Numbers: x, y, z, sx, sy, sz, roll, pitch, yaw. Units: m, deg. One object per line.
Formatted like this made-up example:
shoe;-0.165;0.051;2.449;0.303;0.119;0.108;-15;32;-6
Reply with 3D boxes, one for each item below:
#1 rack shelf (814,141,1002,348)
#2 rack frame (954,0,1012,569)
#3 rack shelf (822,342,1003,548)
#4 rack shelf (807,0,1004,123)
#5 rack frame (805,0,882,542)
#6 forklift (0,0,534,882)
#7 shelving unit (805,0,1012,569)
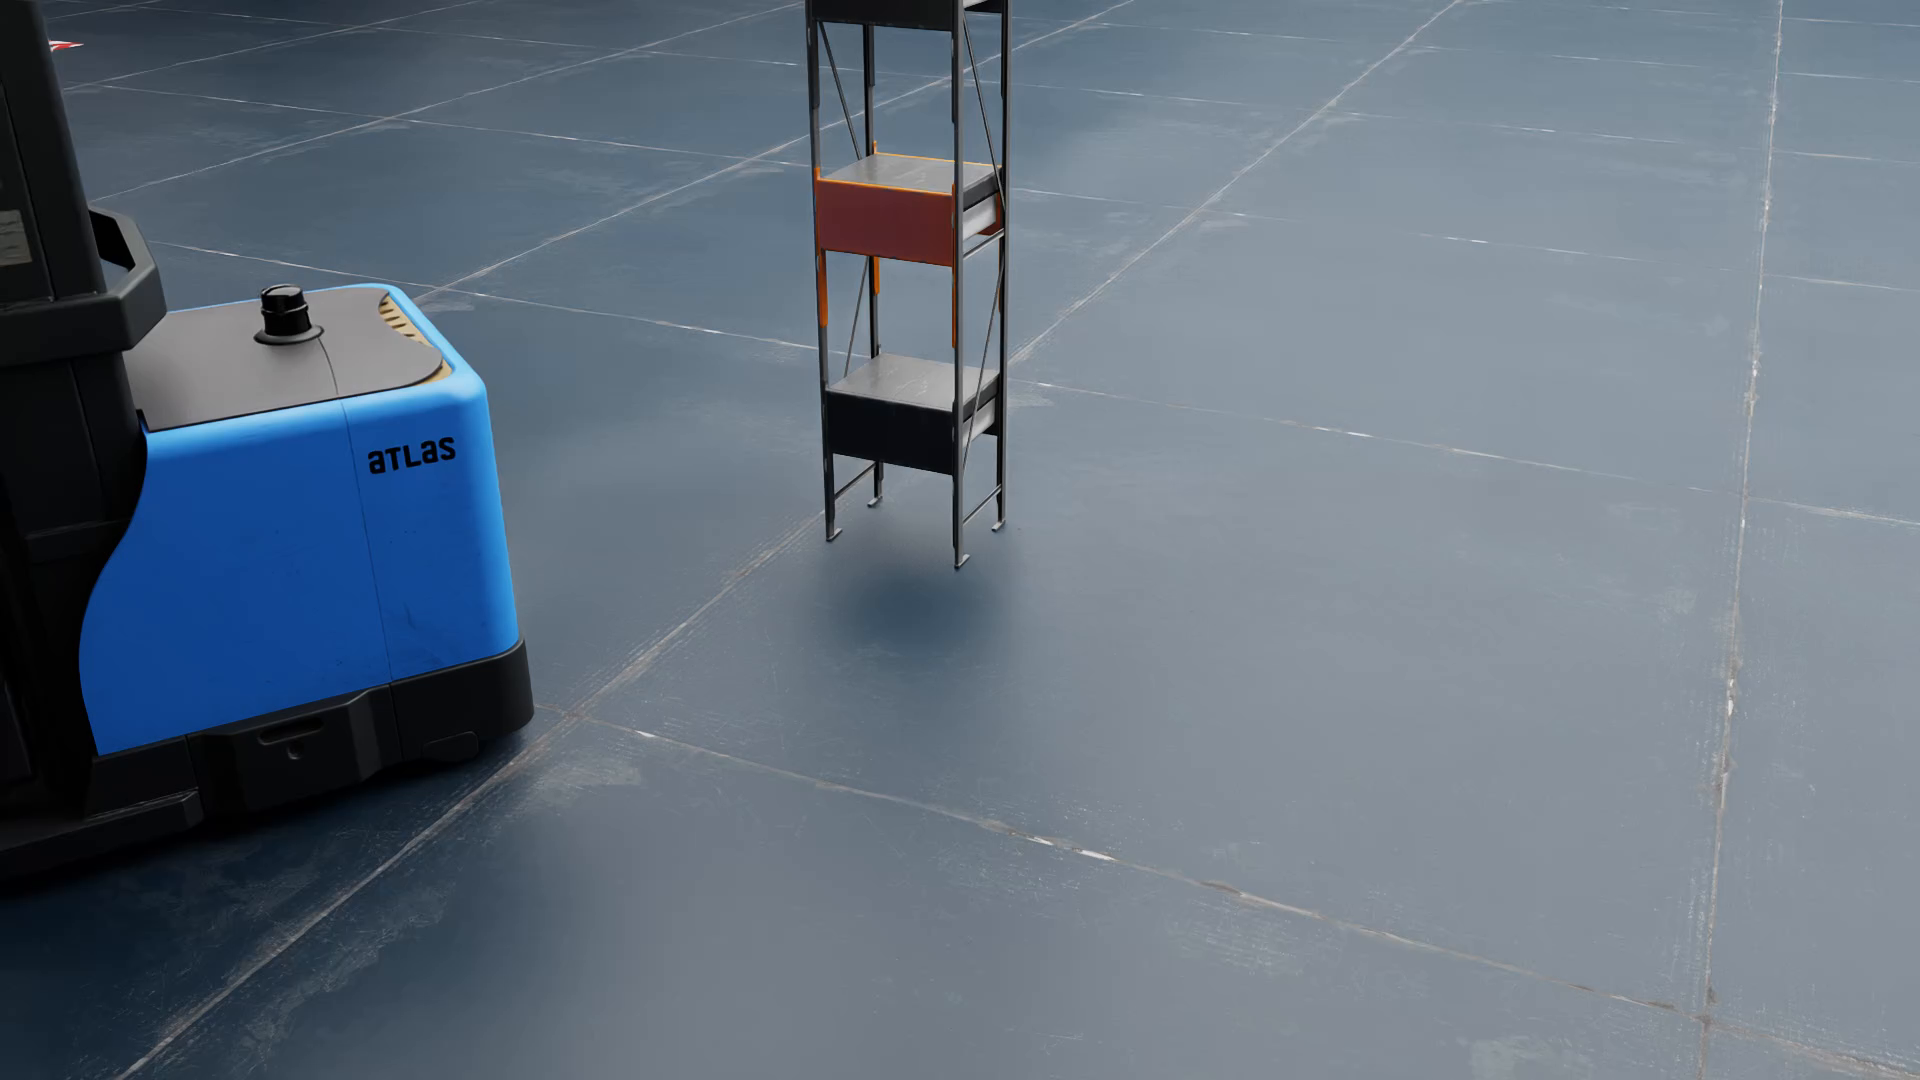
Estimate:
rack shelf;-0.151;-0.960;5.354;0.480;0.518;0.431;11;28;22
rack frame;0.071;-0.928;5.257;0.015;2.100;0.400;11;28;22
rack shelf;-0.151;-0.332;5.663;0.480;0.518;0.431;11;28;22
rack shelf;-0.151;-1.588;5.045;0.480;0.518;0.431;11;28;22
rack frame;-0.373;-1.017;5.438;0.015;2.100;0.400;11;28;22
forklift;-2.714;-0.612;3.674;3.031;2.935;1.130;-14;30;-27
shelving unit;-0.151;-0.972;5.348;0.503;2.100;0.431;11;28;22
